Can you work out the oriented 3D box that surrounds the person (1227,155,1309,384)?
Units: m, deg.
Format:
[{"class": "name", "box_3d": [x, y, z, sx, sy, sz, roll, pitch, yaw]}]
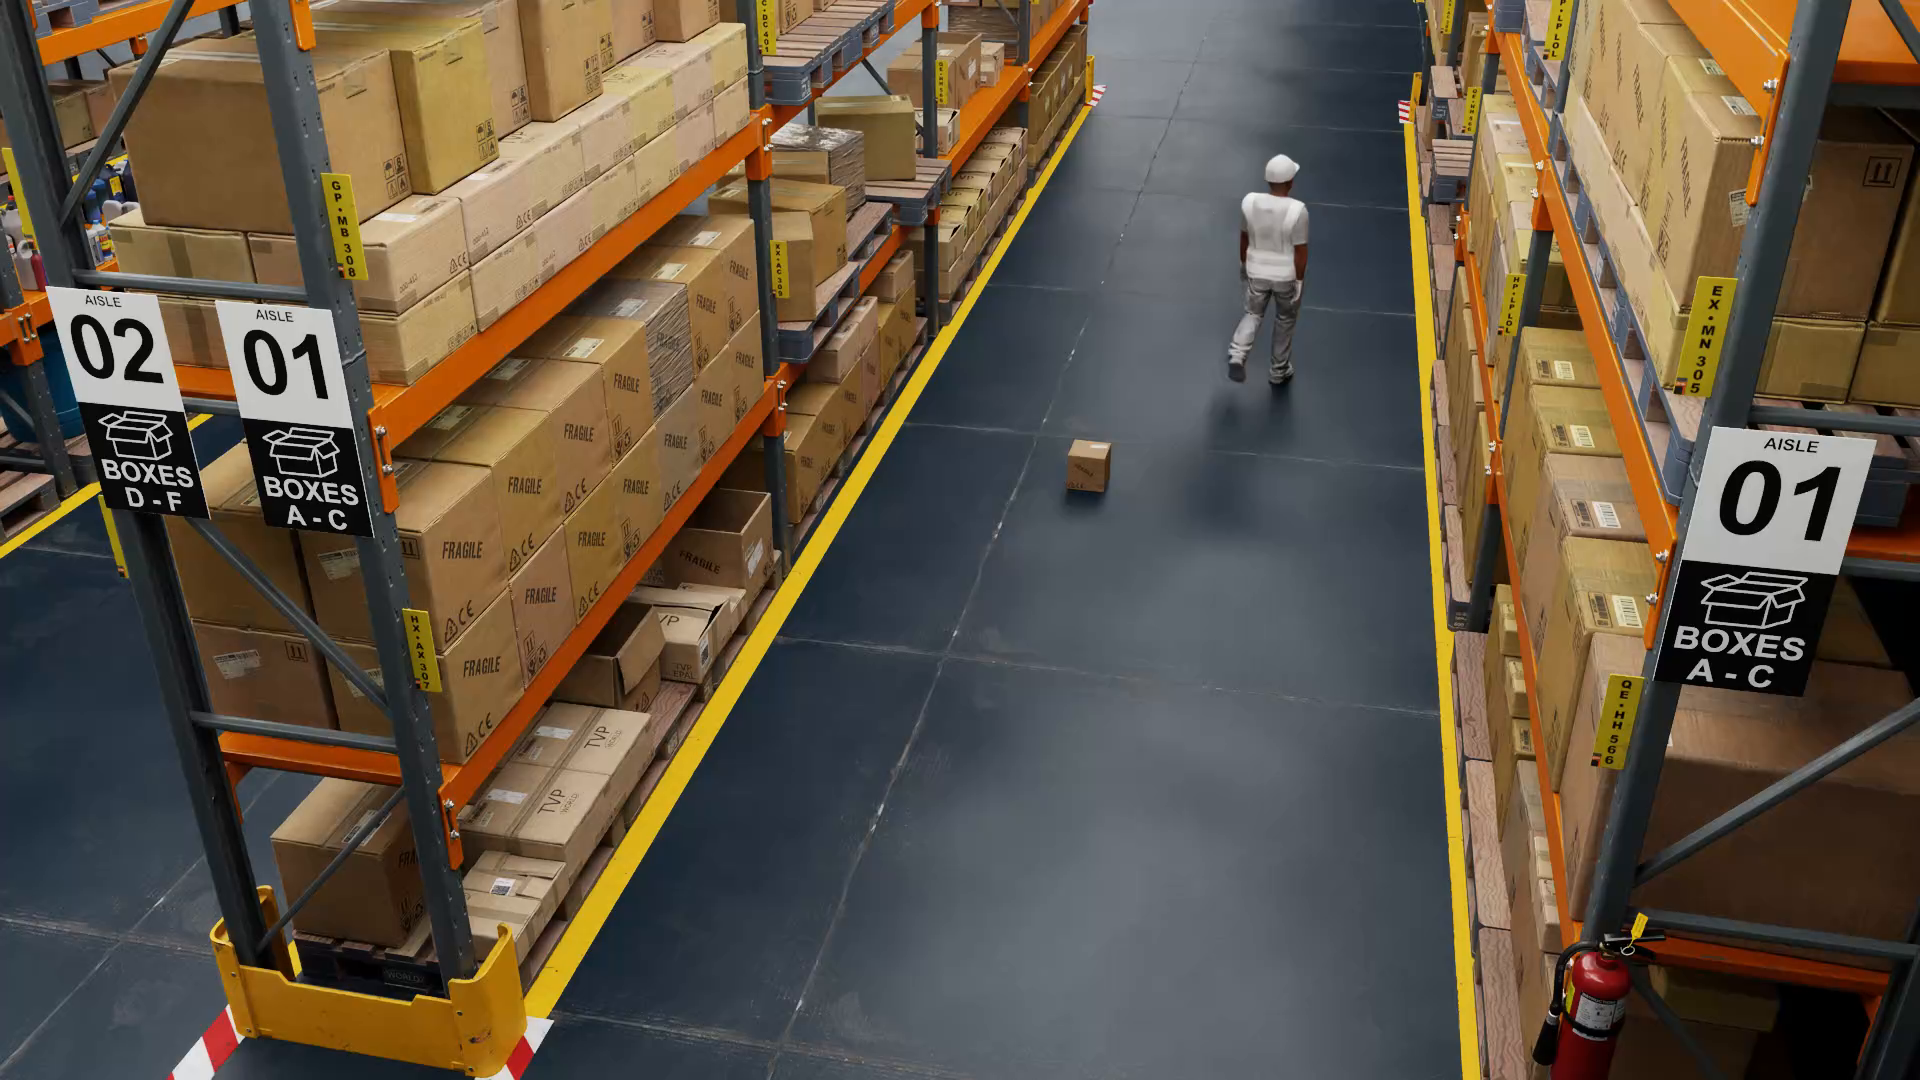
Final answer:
[{"class": "person", "box_3d": [2.275, -1.947, 12.156, 0.550, 1.769, 0.753, 15, 32, 26]}]
